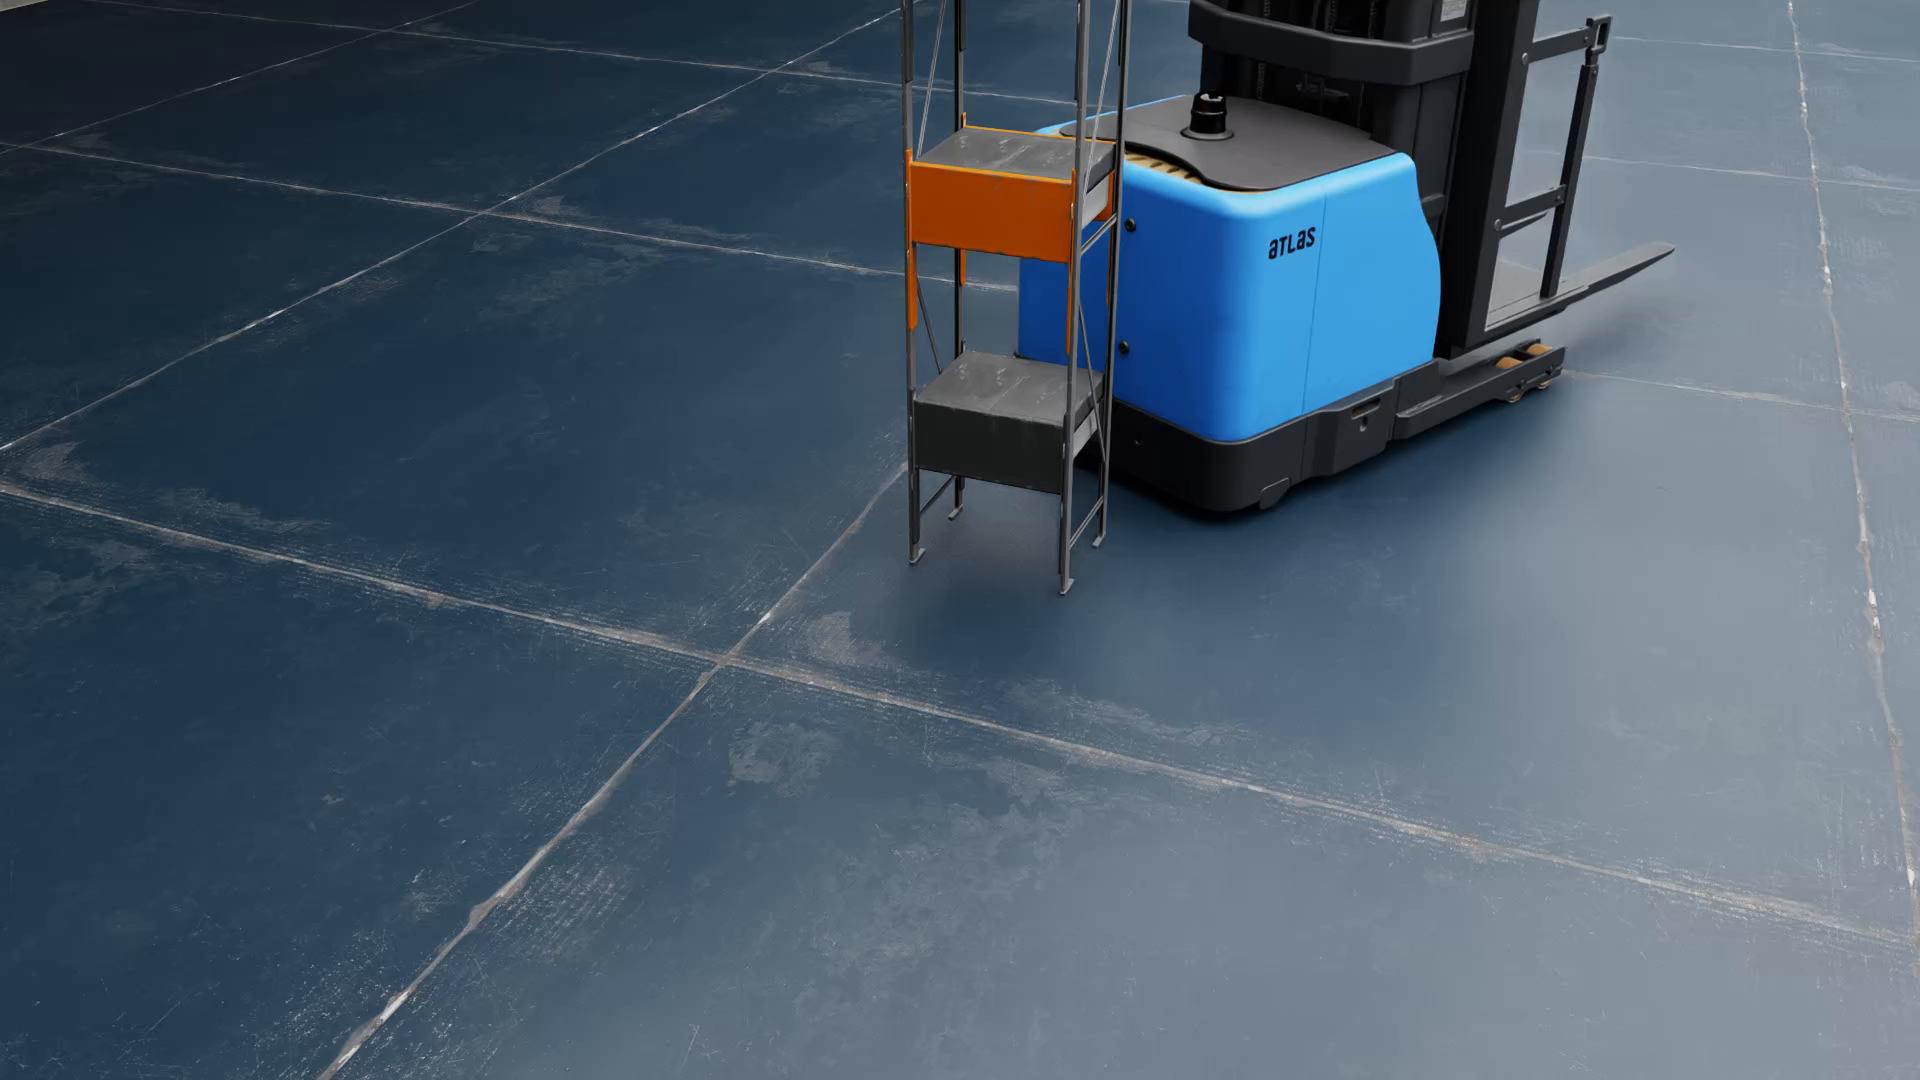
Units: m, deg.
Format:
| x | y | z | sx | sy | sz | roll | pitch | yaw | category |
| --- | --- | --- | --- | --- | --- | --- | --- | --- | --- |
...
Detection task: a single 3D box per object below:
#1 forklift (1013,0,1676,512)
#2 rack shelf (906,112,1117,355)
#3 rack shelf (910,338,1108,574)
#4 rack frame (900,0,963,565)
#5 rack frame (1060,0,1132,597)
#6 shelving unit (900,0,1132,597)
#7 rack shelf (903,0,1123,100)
| x | y | z | sx | sy | sz | roll | pitch | yaw | category |
| --- | --- | --- | --- | --- | --- | --- | --- | --- | --- |
| 1.637 | -1.960 | 5.738 | 3.031 | 2.935 | 1.130 | -23 | 37 | -34 | forklift |
| 0.153 | -0.872 | 4.686 | 0.480 | 0.518 | 0.431 | 11 | 31 | 19 | rack shelf |
| 0.153 | -0.262 | 5.030 | 0.480 | 0.518 | 0.431 | 11 | 31 | 19 | rack shelf |
| -0.073 | -0.929 | 4.759 | 0.015 | 2.100 | 0.400 | 11 | 31 | 19 | rack frame |
| 0.379 | -0.838 | 4.599 | 0.015 | 2.100 | 0.400 | 11 | 31 | 19 | rack frame |
| 0.153 | -0.883 | 4.679 | 0.503 | 2.100 | 0.431 | 11 | 31 | 19 | shelving unit |
| 0.153 | -1.481 | 4.341 | 0.480 | 0.518 | 0.431 | 11 | 31 | 19 | rack shelf |
